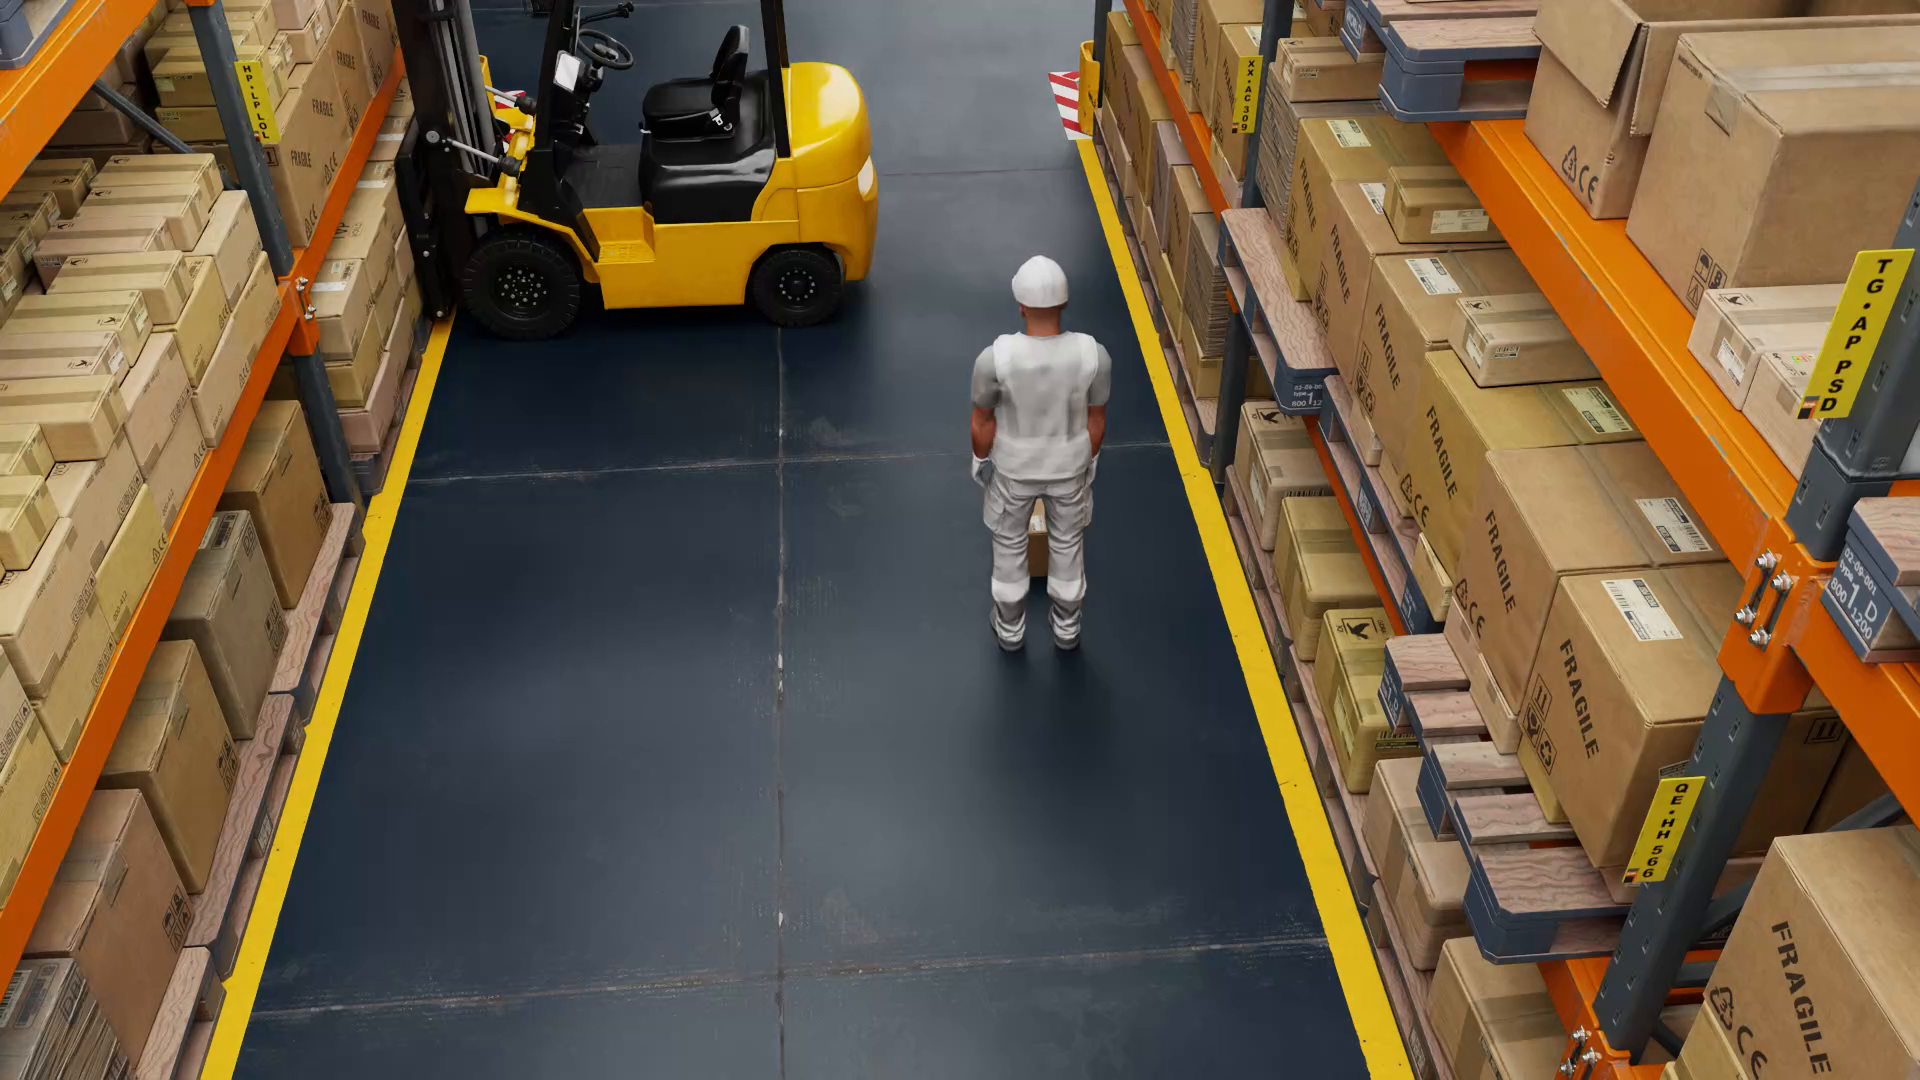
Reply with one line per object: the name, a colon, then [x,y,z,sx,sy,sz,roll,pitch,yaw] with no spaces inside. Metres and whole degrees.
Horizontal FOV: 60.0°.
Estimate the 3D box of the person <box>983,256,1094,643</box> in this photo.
person: [10.371,-10.627,19.374,22.736,1.778,31.820,-2,39,-3]
